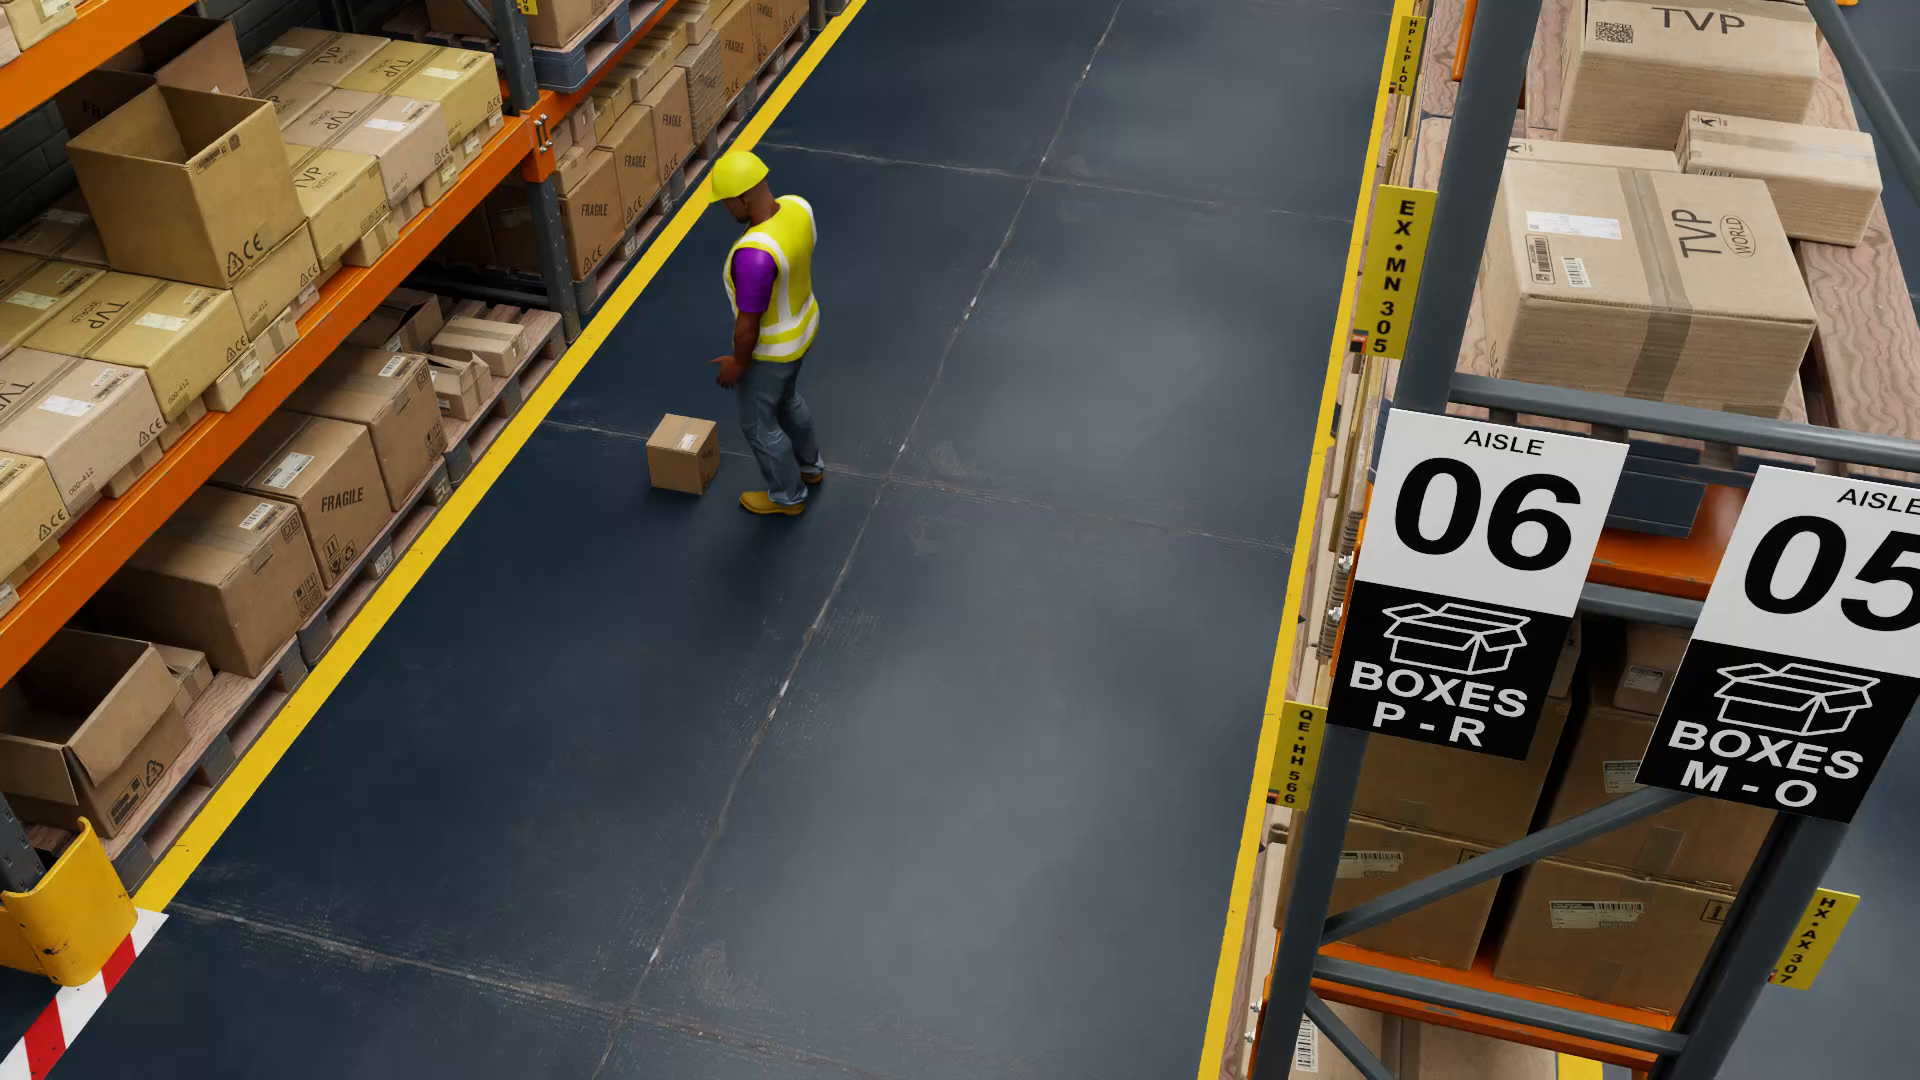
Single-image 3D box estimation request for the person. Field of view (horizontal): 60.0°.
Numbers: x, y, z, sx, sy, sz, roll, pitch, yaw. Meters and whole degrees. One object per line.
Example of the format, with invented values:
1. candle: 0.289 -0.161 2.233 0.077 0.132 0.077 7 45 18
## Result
1. person: -0.831 -0.868 7.165 0.396 1.744 0.578 11 42 12
